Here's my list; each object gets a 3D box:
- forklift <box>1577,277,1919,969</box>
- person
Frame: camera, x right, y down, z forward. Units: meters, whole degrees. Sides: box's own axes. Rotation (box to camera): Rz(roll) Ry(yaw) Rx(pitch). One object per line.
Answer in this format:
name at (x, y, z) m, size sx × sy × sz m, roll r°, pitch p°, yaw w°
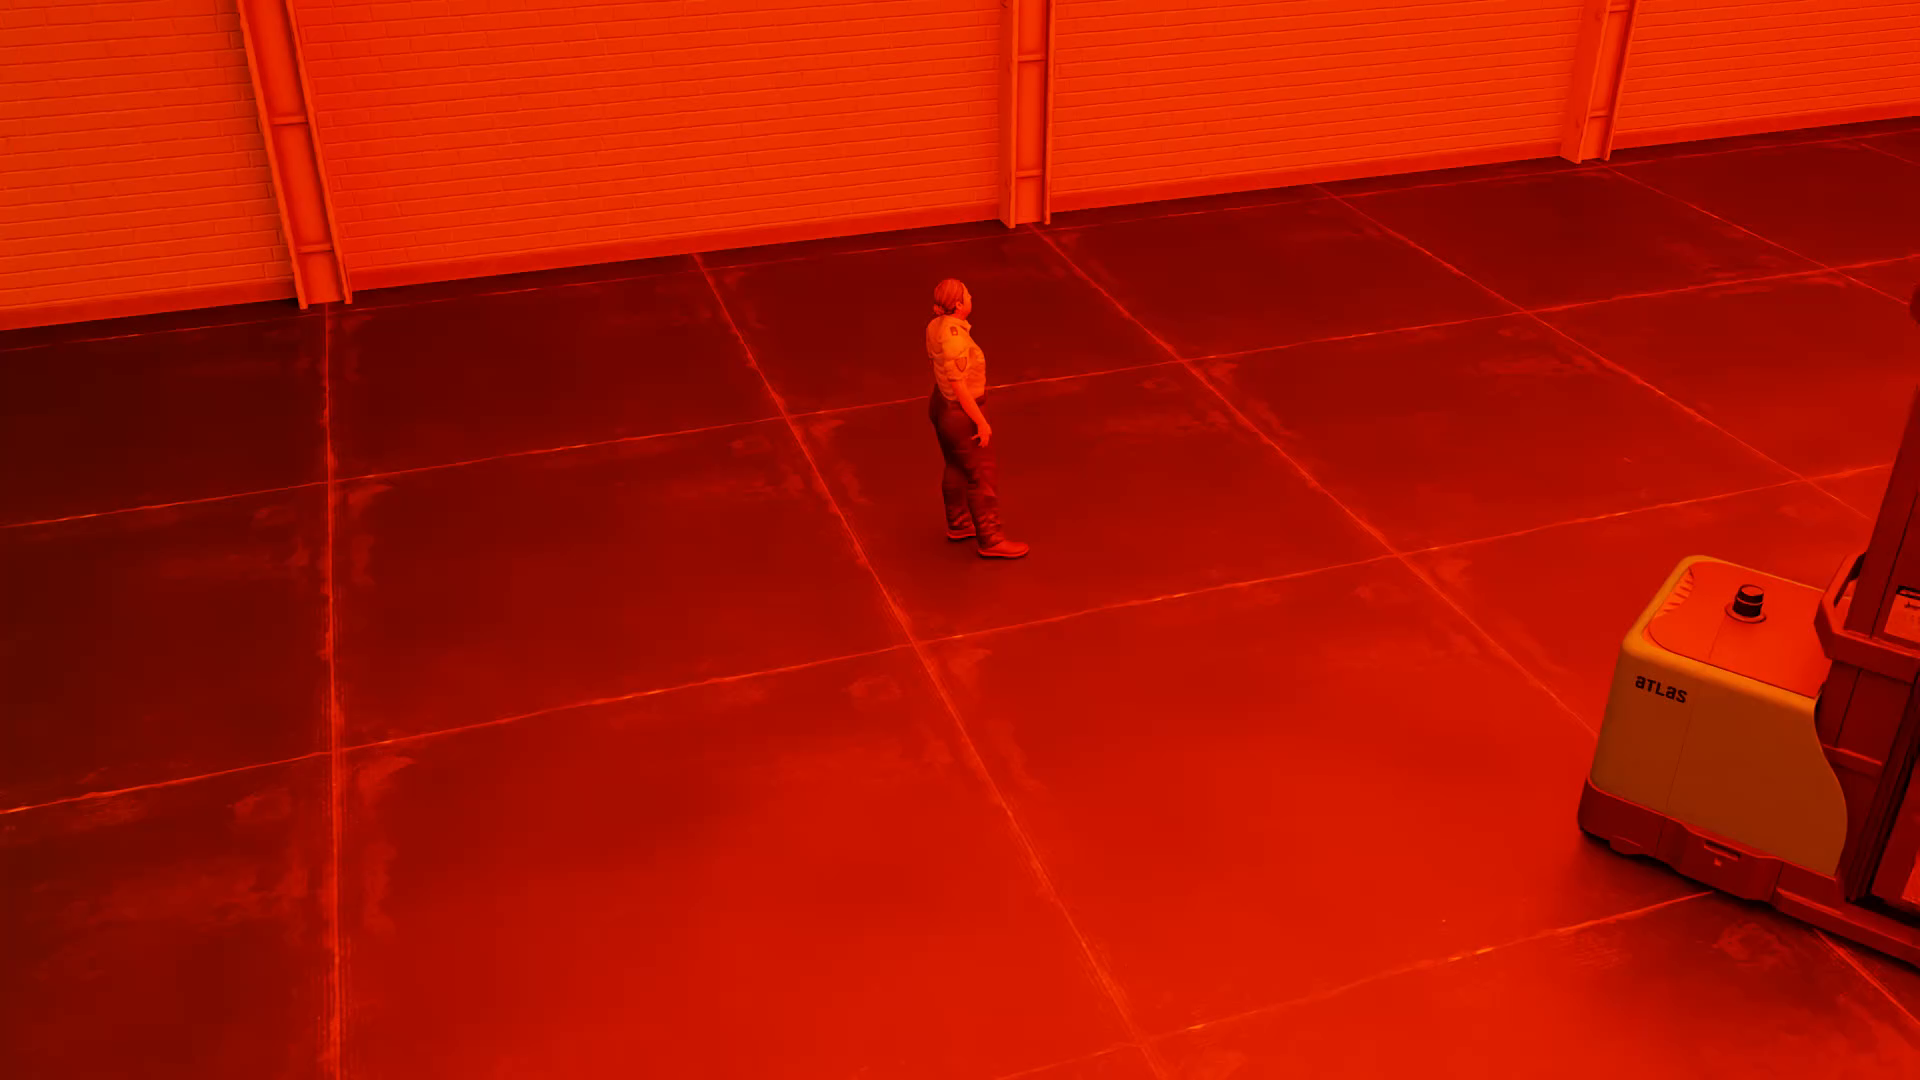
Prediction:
forklift at (4.319, 0.341, 6.494) m, size 3.031 × 2.935 × 1.130 m, roll 20°, pitch 36°, yaw 31°
person at (0.093, -0.723, 9.617) m, size 0.502 × 1.651 × 0.598 m, roll -10°, pitch 31°, yaw -16°
